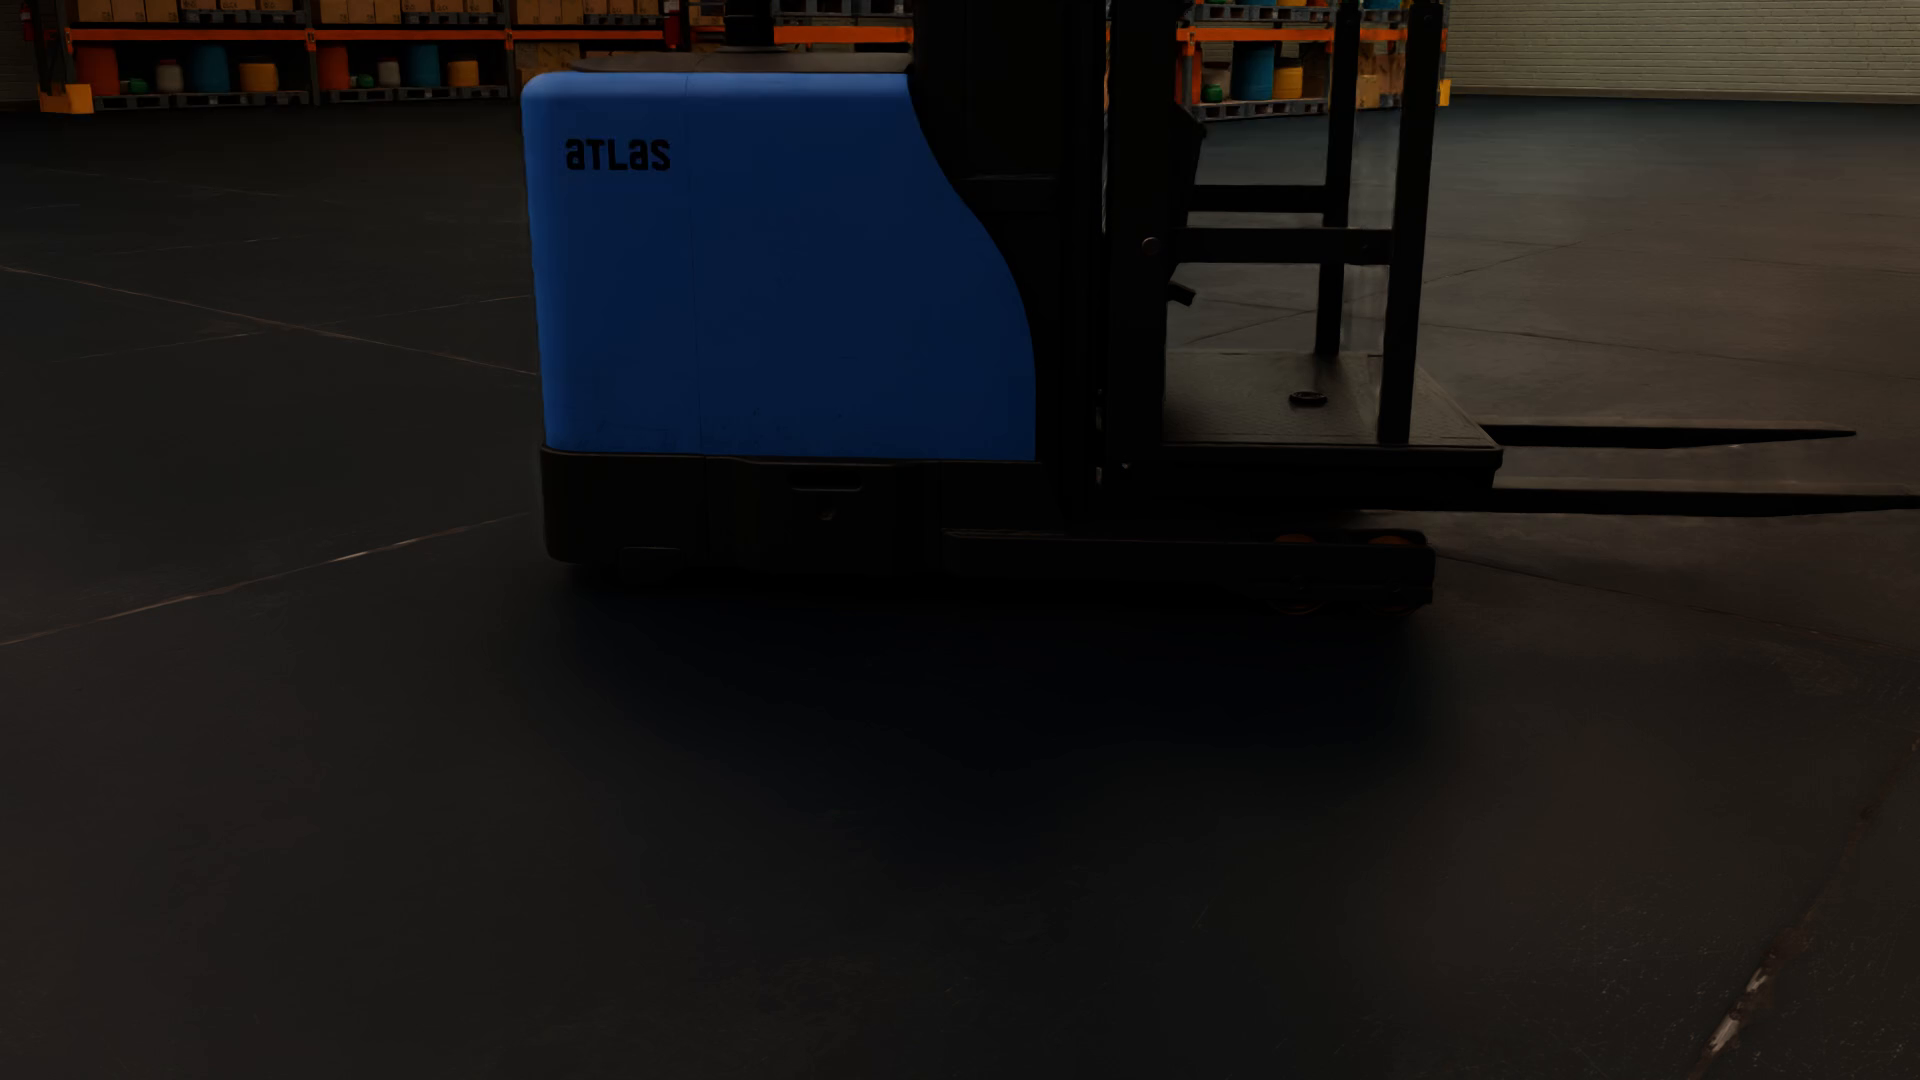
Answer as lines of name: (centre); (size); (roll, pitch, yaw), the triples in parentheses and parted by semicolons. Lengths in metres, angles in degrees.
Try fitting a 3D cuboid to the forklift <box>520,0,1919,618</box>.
forklift: (0.645, -1.403, 3.519); (3.031, 2.935, 1.130); (1, 17, 4)
